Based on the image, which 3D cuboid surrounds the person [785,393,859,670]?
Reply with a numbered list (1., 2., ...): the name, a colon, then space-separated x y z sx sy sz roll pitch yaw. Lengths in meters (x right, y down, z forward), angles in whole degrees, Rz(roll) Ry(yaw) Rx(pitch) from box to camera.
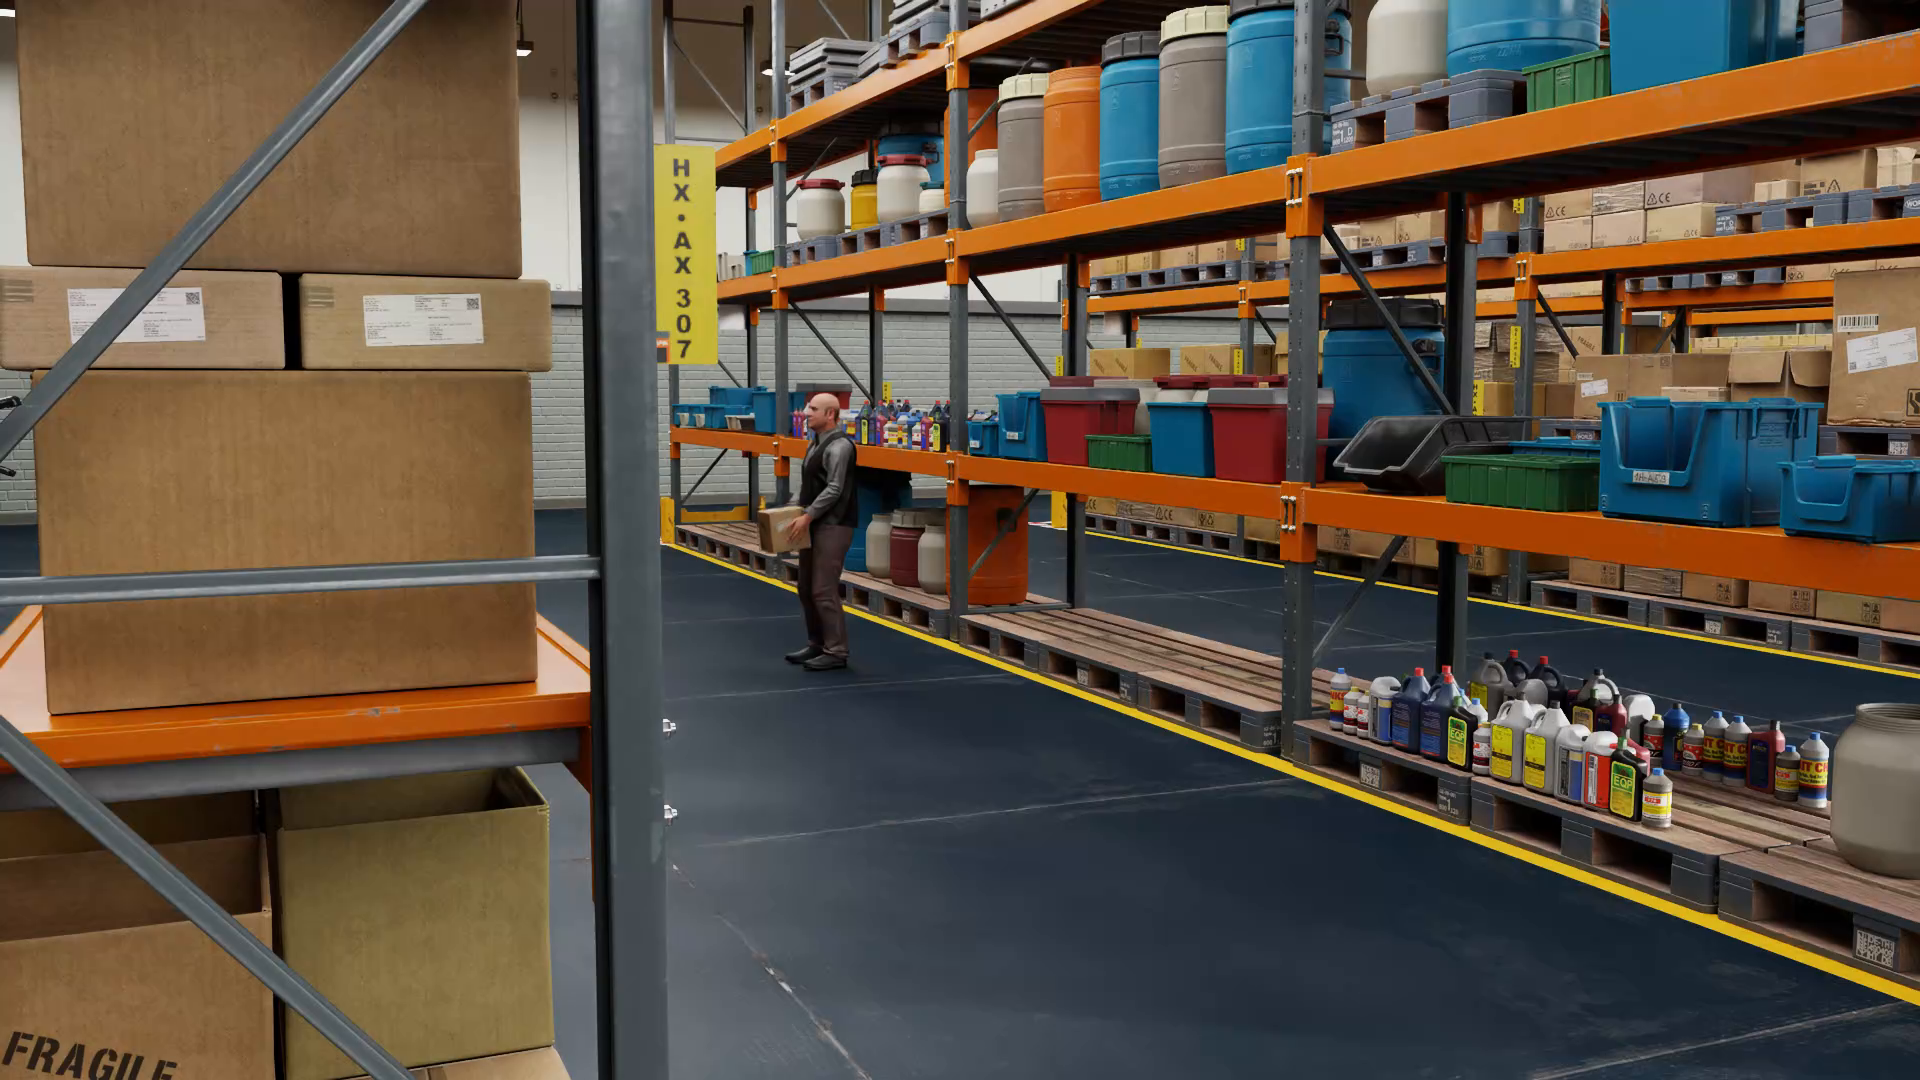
1. person: -0.899 -0.060 10.491 0.504 1.727 0.539 -2 6 -24
